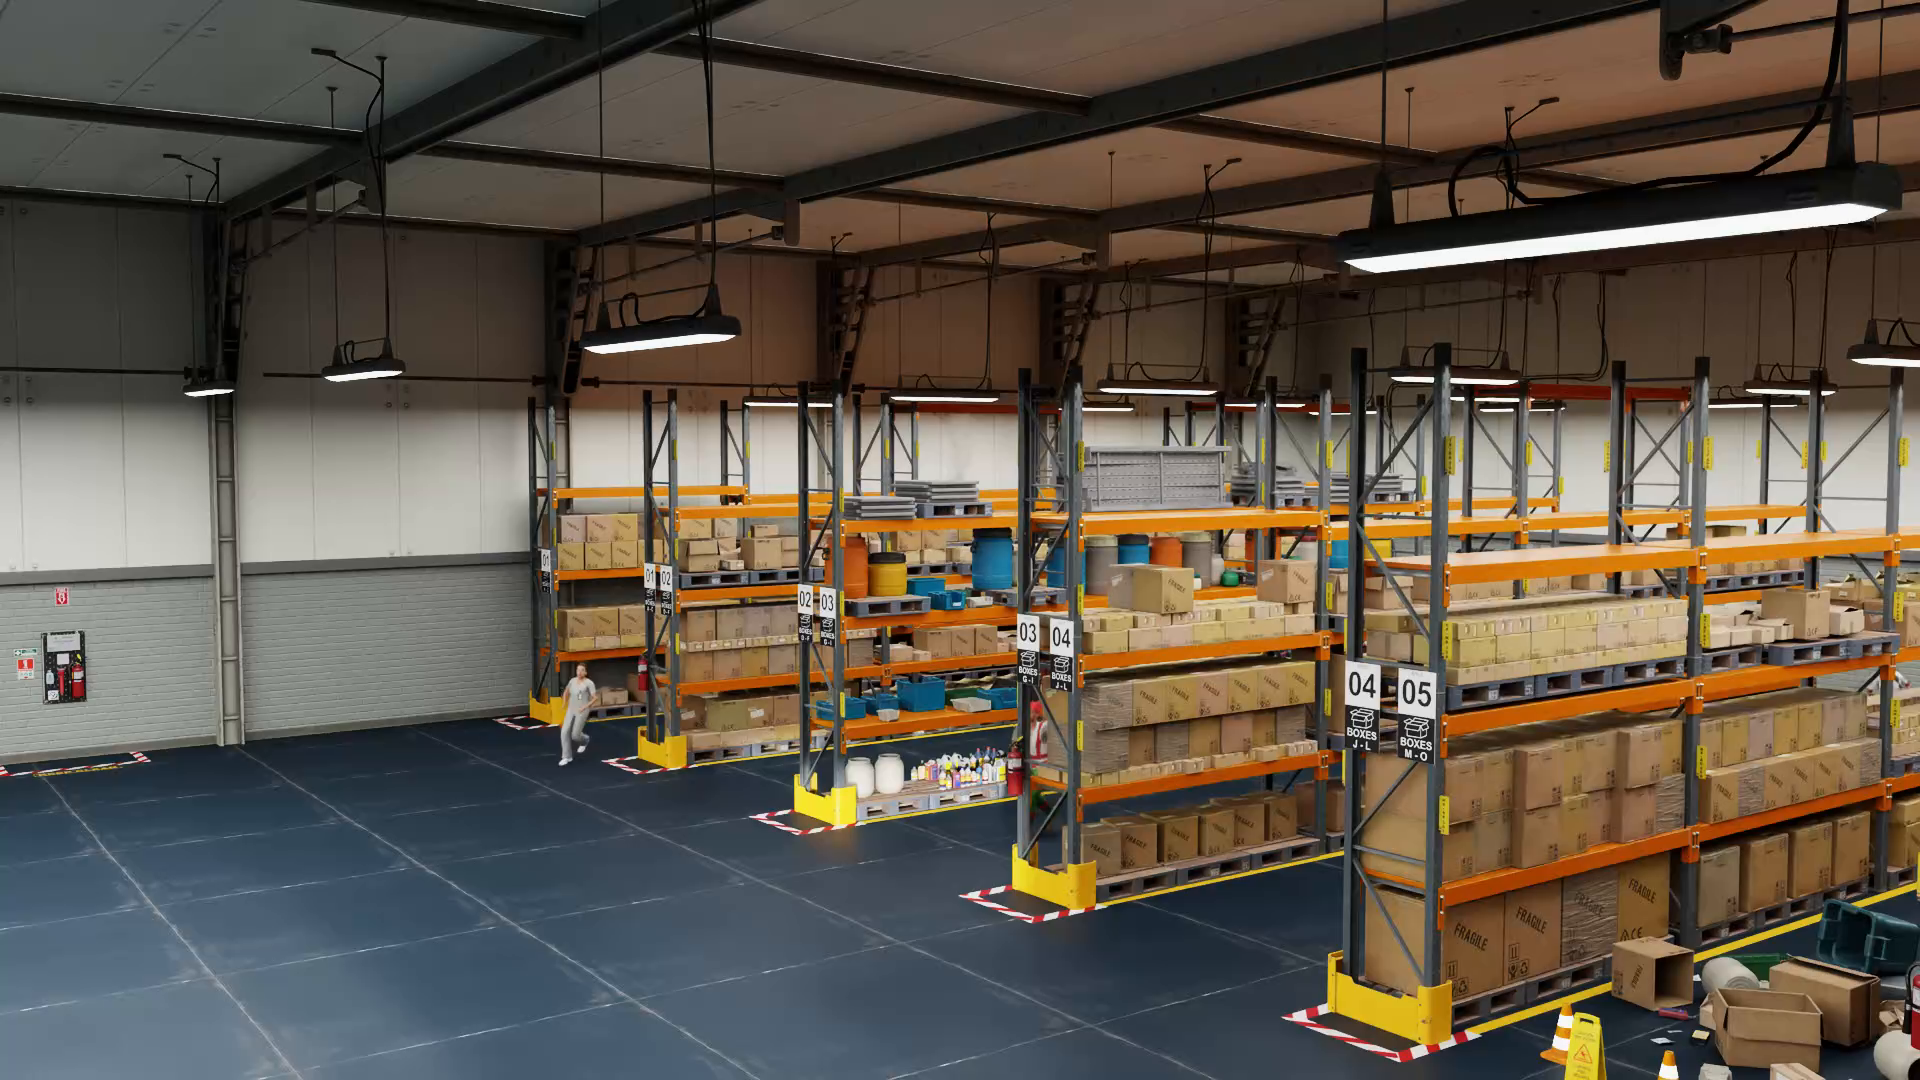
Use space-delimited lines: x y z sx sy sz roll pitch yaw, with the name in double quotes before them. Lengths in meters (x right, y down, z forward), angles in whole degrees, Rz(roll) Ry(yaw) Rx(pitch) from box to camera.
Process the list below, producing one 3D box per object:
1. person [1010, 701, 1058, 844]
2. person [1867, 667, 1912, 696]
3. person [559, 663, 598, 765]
"person" 0.982 3.007 21.632 0.690 1.848 0.913 2 4 36
"person" 15.351 2.728 27.321 0.786 1.605 0.821 1 4 16
"person" -6.123 2.792 26.836 0.599 1.629 0.721 1 4 16
